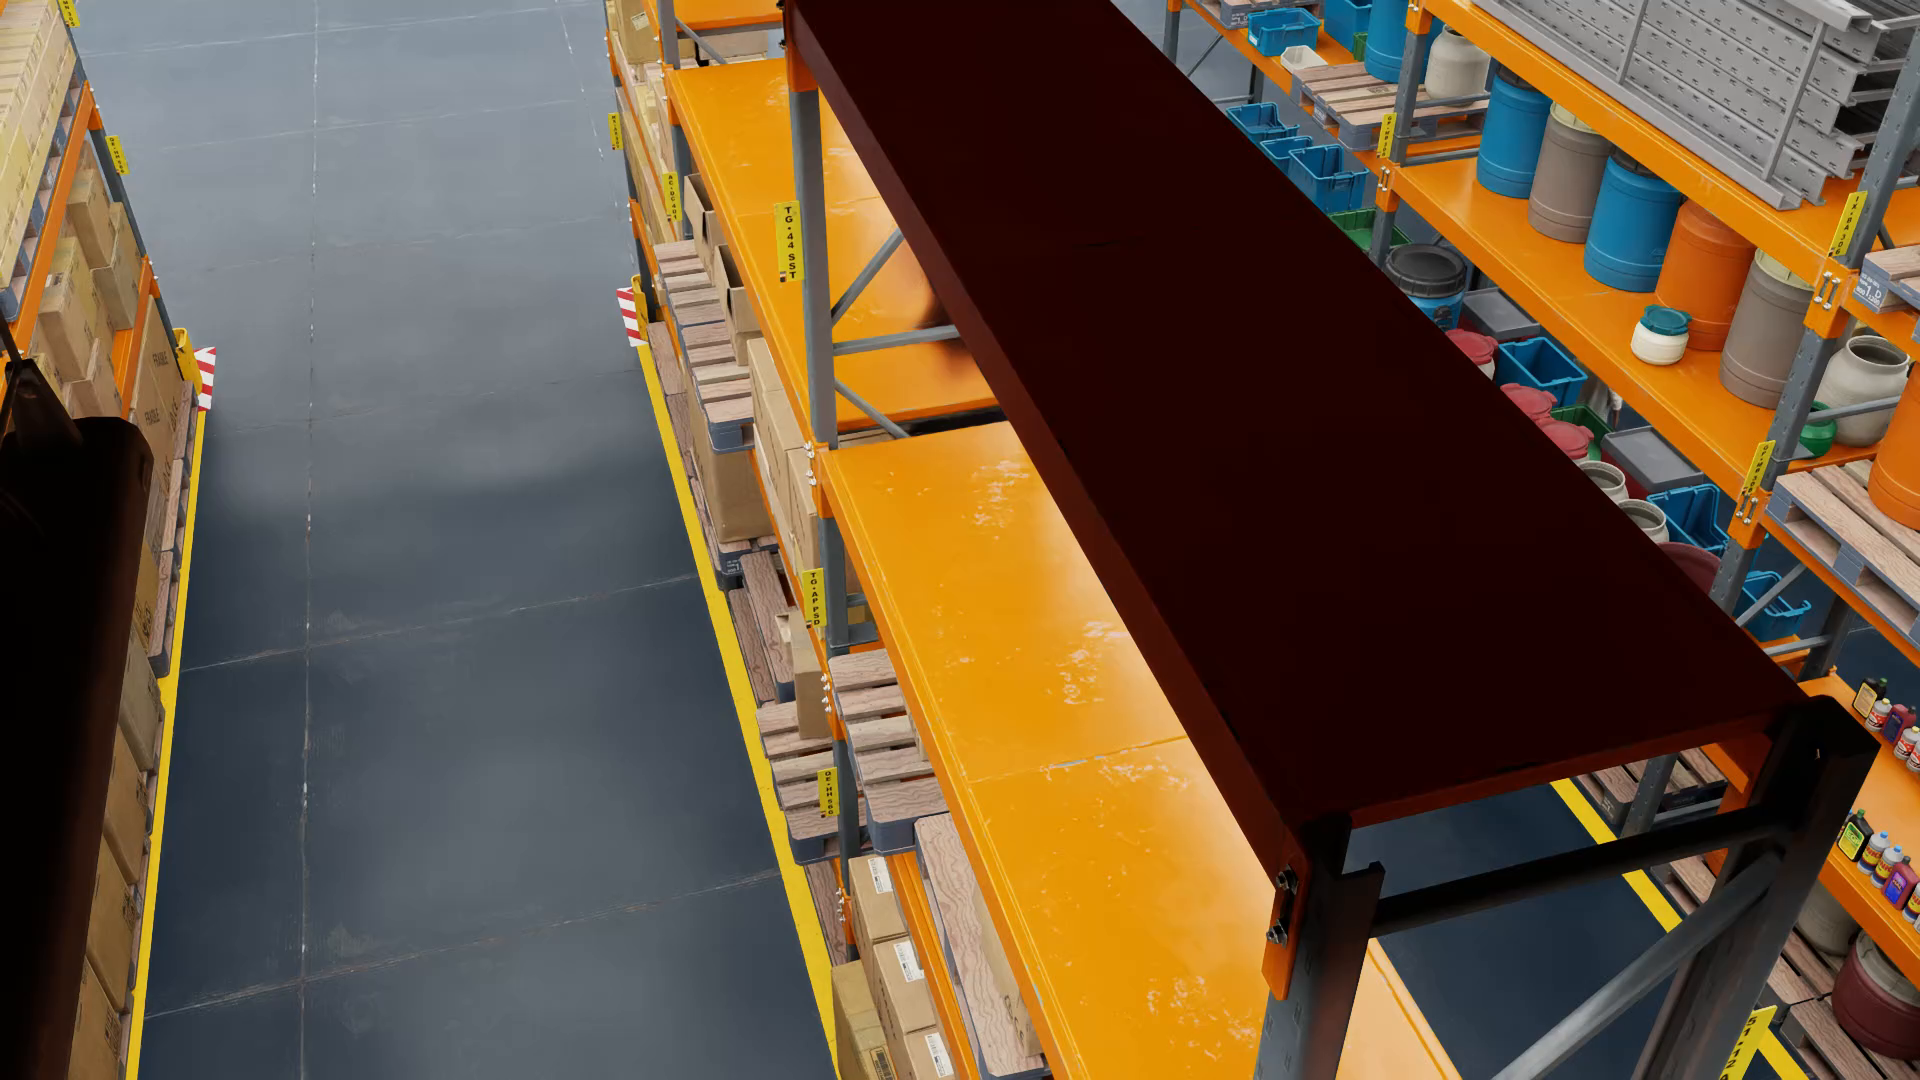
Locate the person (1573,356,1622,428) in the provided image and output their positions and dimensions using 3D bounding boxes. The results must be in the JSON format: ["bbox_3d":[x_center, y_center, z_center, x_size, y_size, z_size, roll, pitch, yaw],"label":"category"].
[{"bbox_3d":[4.778,-0.861,12.703,0.619,1.492,0.680,-23,44,-26],"label":"person"}]
